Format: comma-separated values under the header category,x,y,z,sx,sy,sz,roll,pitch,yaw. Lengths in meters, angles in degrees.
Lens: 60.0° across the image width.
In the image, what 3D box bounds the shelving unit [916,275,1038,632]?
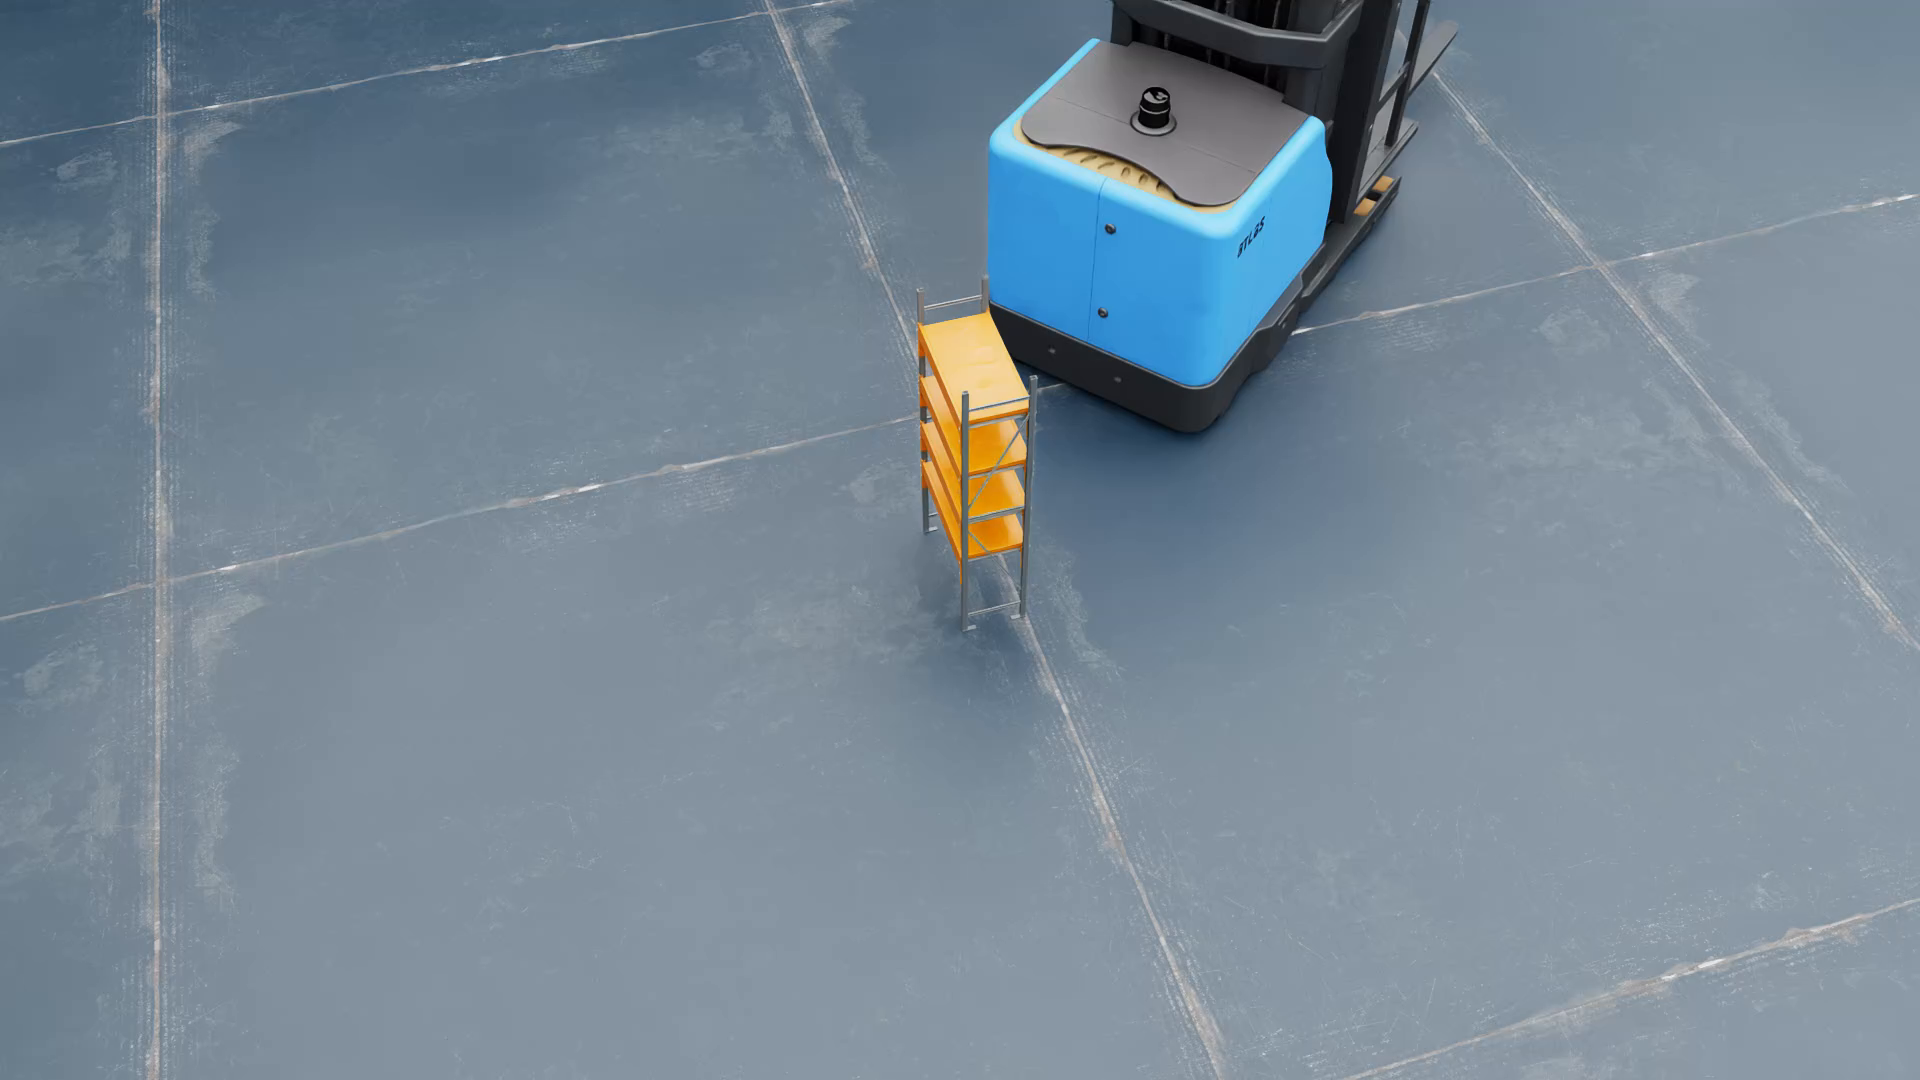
category,x,y,z,sx,sy,sz,roll,pitch,yaw
shelving unit,0.049,-0.266,5.689,0.258,1.200,0.503,-13,51,-11

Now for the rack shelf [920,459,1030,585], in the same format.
category,x,y,z,sx,sy,sz,roll,pitch,yaw
rack shelf,0.049,-0.094,5.893,0.258,0.148,0.480,-13,51,-11

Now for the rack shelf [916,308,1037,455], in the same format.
category,x,y,z,sx,sy,sz,roll,pitch,yaw
rack shelf,0.049,-0.519,5.389,0.258,0.148,0.480,-13,51,-11

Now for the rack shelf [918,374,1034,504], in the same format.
category,x,y,z,sx,sy,sz,roll,pitch,yaw
rack shelf,0.049,-0.367,5.570,0.258,0.148,0.480,-13,51,-11

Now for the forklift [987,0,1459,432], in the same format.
category,x,y,z,sx,sy,sz,roll,pitch,yaw
forklift,1.317,-2.476,6.421,1.130,2.935,3.031,26,55,21

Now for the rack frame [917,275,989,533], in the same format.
category,x,y,z,sx,sy,sz,roll,pitch,yaw
rack frame,-0.023,-0.444,5.840,0.240,1.200,0.015,-13,51,-11

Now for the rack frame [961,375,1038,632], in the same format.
category,x,y,z,sx,sy,sz,roll,pitch,yaw
rack frame,0.121,-0.088,5.539,0.240,1.200,0.015,-13,51,-11

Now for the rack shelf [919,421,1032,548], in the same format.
category,x,y,z,sx,sy,sz,roll,pitch,yaw
rack shelf,0.049,-0.222,5.741,0.258,0.148,0.480,-13,51,-11
